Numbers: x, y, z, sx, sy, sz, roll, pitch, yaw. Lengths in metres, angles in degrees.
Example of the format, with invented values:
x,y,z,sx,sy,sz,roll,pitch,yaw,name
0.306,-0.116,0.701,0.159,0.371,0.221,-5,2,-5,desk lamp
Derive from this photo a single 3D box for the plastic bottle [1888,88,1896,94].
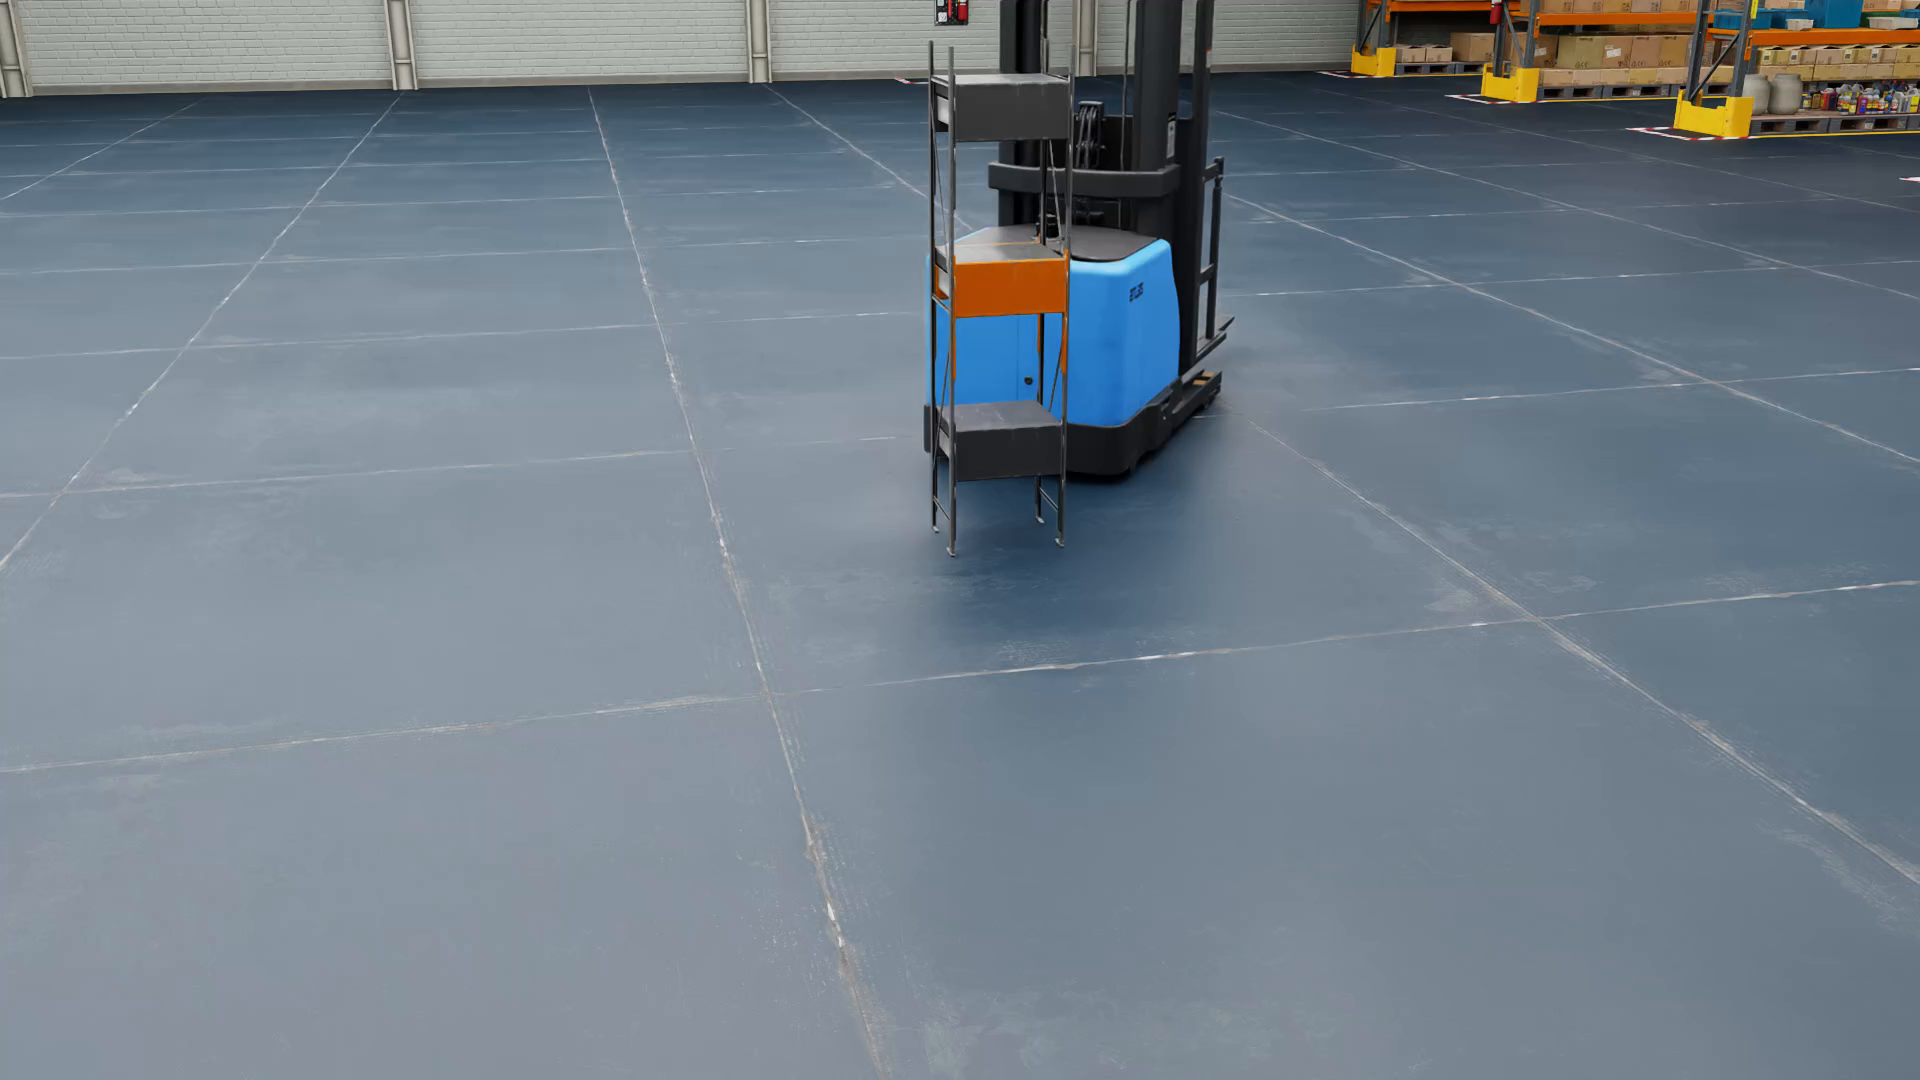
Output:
x,y,z,sx,sy,sz,roll,pitch,yaw,name
12.825,-6.086,22.895,0.097,0.271,0.097,0,20,0,plastic bottle

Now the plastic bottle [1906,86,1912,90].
x,y,z,sx,sy,sz,roll,pitch,yaw,name
13.100,-6.152,23.068,0.135,0.276,0.152,-4,20,-11,plastic bottle

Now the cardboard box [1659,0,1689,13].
x,y,z,sx,sy,sz,roll,pitch,yaw,name
11.252,-8.723,26.622,0.500,0.500,0.700,-4,21,-12,cardboard box

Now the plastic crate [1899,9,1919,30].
x,y,z,sx,sy,sz,roll,pitch,yaw,name
12.805,-6.889,21.976,0.616,0.251,0.499,-5,21,-12,plastic crate

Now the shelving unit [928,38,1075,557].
x,y,z,sx,sy,sz,roll,pitch,yaw,name
0.161,-0.999,6.989,0.503,2.100,0.431,-5,21,-12,shelving unit

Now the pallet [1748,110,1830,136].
x,y,z,sx,sy,sz,roll,pitch,yaw,name
10.782,-5.596,22.283,1.213,0.211,1.003,-5,21,-12,pallet

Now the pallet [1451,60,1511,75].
x,y,z,sx,sy,sz,roll,pitch,yaw,name
9.705,-8.981,31.526,1.213,0.211,1.003,-5,21,-12,pallet

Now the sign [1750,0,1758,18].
x,y,z,sx,sy,sz,roll,pitch,yaw,name
10.049,-6.766,21.022,0.005,0.325,0.100,-5,21,-12,sign

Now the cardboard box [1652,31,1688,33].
x,y,z,sx,sy,sz,roll,pitch,yaw,name
11.675,-8.080,27.308,0.500,0.500,0.500,-5,21,-12,cardboard box

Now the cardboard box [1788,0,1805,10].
x,y,z,sx,sy,sz,roll,pitch,yaw,name
13.593,-8.679,27.013,0.250,0.149,0.380,-5,21,-12,cardboard box

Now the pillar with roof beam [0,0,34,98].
x,y,z,sx,sy,sz,roll,pitch,yaw,name
-14.236,-9.958,21.417,0.400,9.000,9.100,-5,21,-12,pillar with roof beam

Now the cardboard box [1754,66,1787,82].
x,y,z,sx,sy,sz,roll,pitch,yaw,name
13.133,-7.651,27.227,0.500,0.250,0.500,-5,21,-14,cardboard box

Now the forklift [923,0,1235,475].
x,y,z,sx,sy,sz,roll,pitch,yaw,name
0.850,-2.157,8.941,1.130,2.935,3.031,8,22,21,forklift

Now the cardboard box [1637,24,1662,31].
x,y,z,sx,sy,sz,roll,pitch,yaw,name
13.185,-9.981,32.105,0.500,0.250,0.500,-5,21,-14,cardboard box

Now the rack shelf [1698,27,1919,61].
x,y,z,sx,sy,sz,roll,pitch,yaw,name
11.873,-6.641,22.130,4.000,0.370,1.077,-5,21,-12,rack shelf

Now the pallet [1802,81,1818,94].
x,y,z,sx,sy,sz,roll,pitch,yaw,name
13.391,-7.558,27.640,1.213,0.211,1.003,-5,21,-12,pallet

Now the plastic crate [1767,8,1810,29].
x,y,z,sx,sy,sz,roll,pitch,yaw,name
10.978,-6.940,22.116,0.408,0.251,0.499,-5,21,-12,plastic crate

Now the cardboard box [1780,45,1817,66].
x,y,z,sx,sy,sz,roll,pitch,yaw,name
13.631,-7.952,27.234,0.500,0.311,0.500,-5,21,-13,cardboard box

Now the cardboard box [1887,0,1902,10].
x,y,z,sx,sy,sz,roll,pitch,yaw,name
15.348,-8.875,27.546,0.250,0.149,0.380,-3,20,-8,cardboard box

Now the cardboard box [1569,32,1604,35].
x,y,z,sx,sy,sz,roll,pitch,yaw,name
10.214,-7.963,26.990,0.500,0.500,0.500,-5,21,-12,cardboard box

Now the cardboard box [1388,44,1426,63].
x,y,z,sx,sy,sz,roll,pitch,yaw,name
8.341,-9.106,31.081,0.500,0.311,0.500,-7,21,-19,cardboard box

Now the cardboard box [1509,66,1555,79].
x,y,z,sx,sy,sz,roll,pitch,yaw,name
9.244,-7.527,26.887,0.500,0.250,0.500,-5,21,-12,cardboard box

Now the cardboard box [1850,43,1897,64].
x,y,z,sx,sy,sz,roll,pitch,yaw,name
15.127,-8.076,27.571,0.500,0.311,0.500,-5,21,-13,cardboard box

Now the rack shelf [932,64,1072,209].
x,y,z,sx,sy,sz,roll,pitch,yaw,name
0.161,-1.644,6.753,0.480,0.518,0.431,-5,21,-12,rack shelf

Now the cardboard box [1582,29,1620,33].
x,y,z,sx,sy,sz,roll,pitch,yaw,name
12.252,-9.550,32.019,0.500,0.500,0.700,-4,20,-11,cardboard box

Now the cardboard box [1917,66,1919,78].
x,y,z,sx,sy,sz,roll,pitch,yaw,name
16.120,-7.895,27.894,0.500,0.250,0.500,-4,21,-11,cardboard box

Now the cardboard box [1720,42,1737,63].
x,y,z,sx,sy,sz,roll,pitch,yaw,name
13.011,-8.093,27.619,0.500,0.311,0.500,-5,21,-12,cardboard box

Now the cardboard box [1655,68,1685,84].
x,y,z,sx,sy,sz,roll,pitch,yaw,name
11.310,-7.511,26.845,0.500,0.250,0.500,-5,21,-12,cardboard box

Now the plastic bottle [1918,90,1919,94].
x,y,z,sx,sy,sz,roll,pitch,yaw,name
13.014,-5.950,22.517,0.135,0.276,0.152,-5,21,-12,plastic bottle

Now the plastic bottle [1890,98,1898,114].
x,y,z,sx,sy,sz,roll,pitch,yaw,name
12.490,-5.812,22.248,0.097,0.201,0.097,0,20,0,plastic bottle

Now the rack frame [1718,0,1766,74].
x,y,z,sx,sy,sz,roll,pitch,yaw,name
12.683,-8.796,26.965,0.127,3.000,1.000,-5,21,-12,rack frame

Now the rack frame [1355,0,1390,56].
x,y,z,sx,sy,sz,roll,pitch,yaw,name
7.647,-10.137,30.627,0.127,3.000,1.000,-5,21,-12,rack frame

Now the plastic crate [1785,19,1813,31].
x,y,z,sx,sy,sz,roll,pitch,yaw,name
10.872,-6.660,21.518,0.250,0.136,0.298,-5,21,-12,plastic crate

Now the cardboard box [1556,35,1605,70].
x,y,z,sx,sy,sz,roll,pitch,yaw,name
9.850,-7.746,26.395,0.500,0.500,0.500,-5,21,-12,cardboard box

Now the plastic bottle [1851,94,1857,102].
x,y,z,sx,sy,sz,roll,pitch,yaw,name
12.230,-6.005,22.775,0.097,0.201,0.097,0,20,0,plastic bottle

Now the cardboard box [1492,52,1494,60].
x,y,z,sx,sy,sz,roll,pitch,yaw,name
9.979,-9.202,31.578,0.250,0.149,0.380,-6,21,-17,cardboard box

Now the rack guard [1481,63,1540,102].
x,y,z,sx,sy,sz,roll,pitch,yaw,name
8.767,-7.303,26.526,0.348,0.500,1.175,-5,21,-12,rack guard

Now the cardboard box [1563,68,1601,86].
x,y,z,sx,sy,sz,roll,pitch,yaw,name
9.849,-7.394,26.526,0.500,0.250,0.500,-5,21,-12,cardboard box

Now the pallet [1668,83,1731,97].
x,y,z,sx,sy,sz,roll,pitch,yaw,name
11.900,-7.438,27.311,1.213,0.211,1.003,-5,21,-12,pallet

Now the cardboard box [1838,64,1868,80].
x,y,z,sx,sy,sz,roll,pitch,yaw,name
14.629,-7.773,27.559,0.500,0.250,0.500,-4,21,-11,cardboard box

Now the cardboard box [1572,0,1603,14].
x,y,z,sx,sy,sz,roll,pitch,yaw,name
9.758,-8.602,26.291,0.500,0.500,0.700,-4,21,-11,cardboard box

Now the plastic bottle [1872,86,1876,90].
x,y,z,sx,sy,sz,roll,pitch,yaw,name
12.584,-6.129,22.996,0.133,0.283,0.061,-4,20,-10,plastic bottle

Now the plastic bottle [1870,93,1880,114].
x,y,z,sx,sy,sz,roll,pitch,yaw,name
12.194,-5.820,22.170,0.097,0.271,0.097,0,20,0,plastic bottle

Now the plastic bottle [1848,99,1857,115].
x,y,z,sx,sy,sz,roll,pitch,yaw,name
11.864,-5.761,22.109,0.097,0.201,0.097,0,20,0,plastic bottle

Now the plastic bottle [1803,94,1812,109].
x,y,z,sx,sy,sz,roll,pitch,yaw,name
11.613,-6.005,22.777,0.097,0.201,0.097,0,20,0,plastic bottle

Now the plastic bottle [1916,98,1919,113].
x,y,z,sx,sy,sz,roll,pitch,yaw,name
12.923,-5.879,22.312,0.133,0.283,0.061,-3,20,-9,plastic bottle

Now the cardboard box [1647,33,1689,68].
x,y,z,sx,sy,sz,roll,pitch,yaw,name
11.307,-7.868,26.728,0.500,0.500,0.500,-5,21,-12,cardboard box

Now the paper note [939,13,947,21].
x,y,z,sx,sy,sz,roll,pitch,yaw,name
-0.312,-9.420,29.949,0.142,0.148,0.016,-5,21,-12,paper note

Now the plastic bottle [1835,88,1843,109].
x,y,z,sx,sy,sz,roll,pitch,yaw,name
12.000,-6.062,22.823,0.135,0.276,0.152,-5,21,-14,plastic bottle
